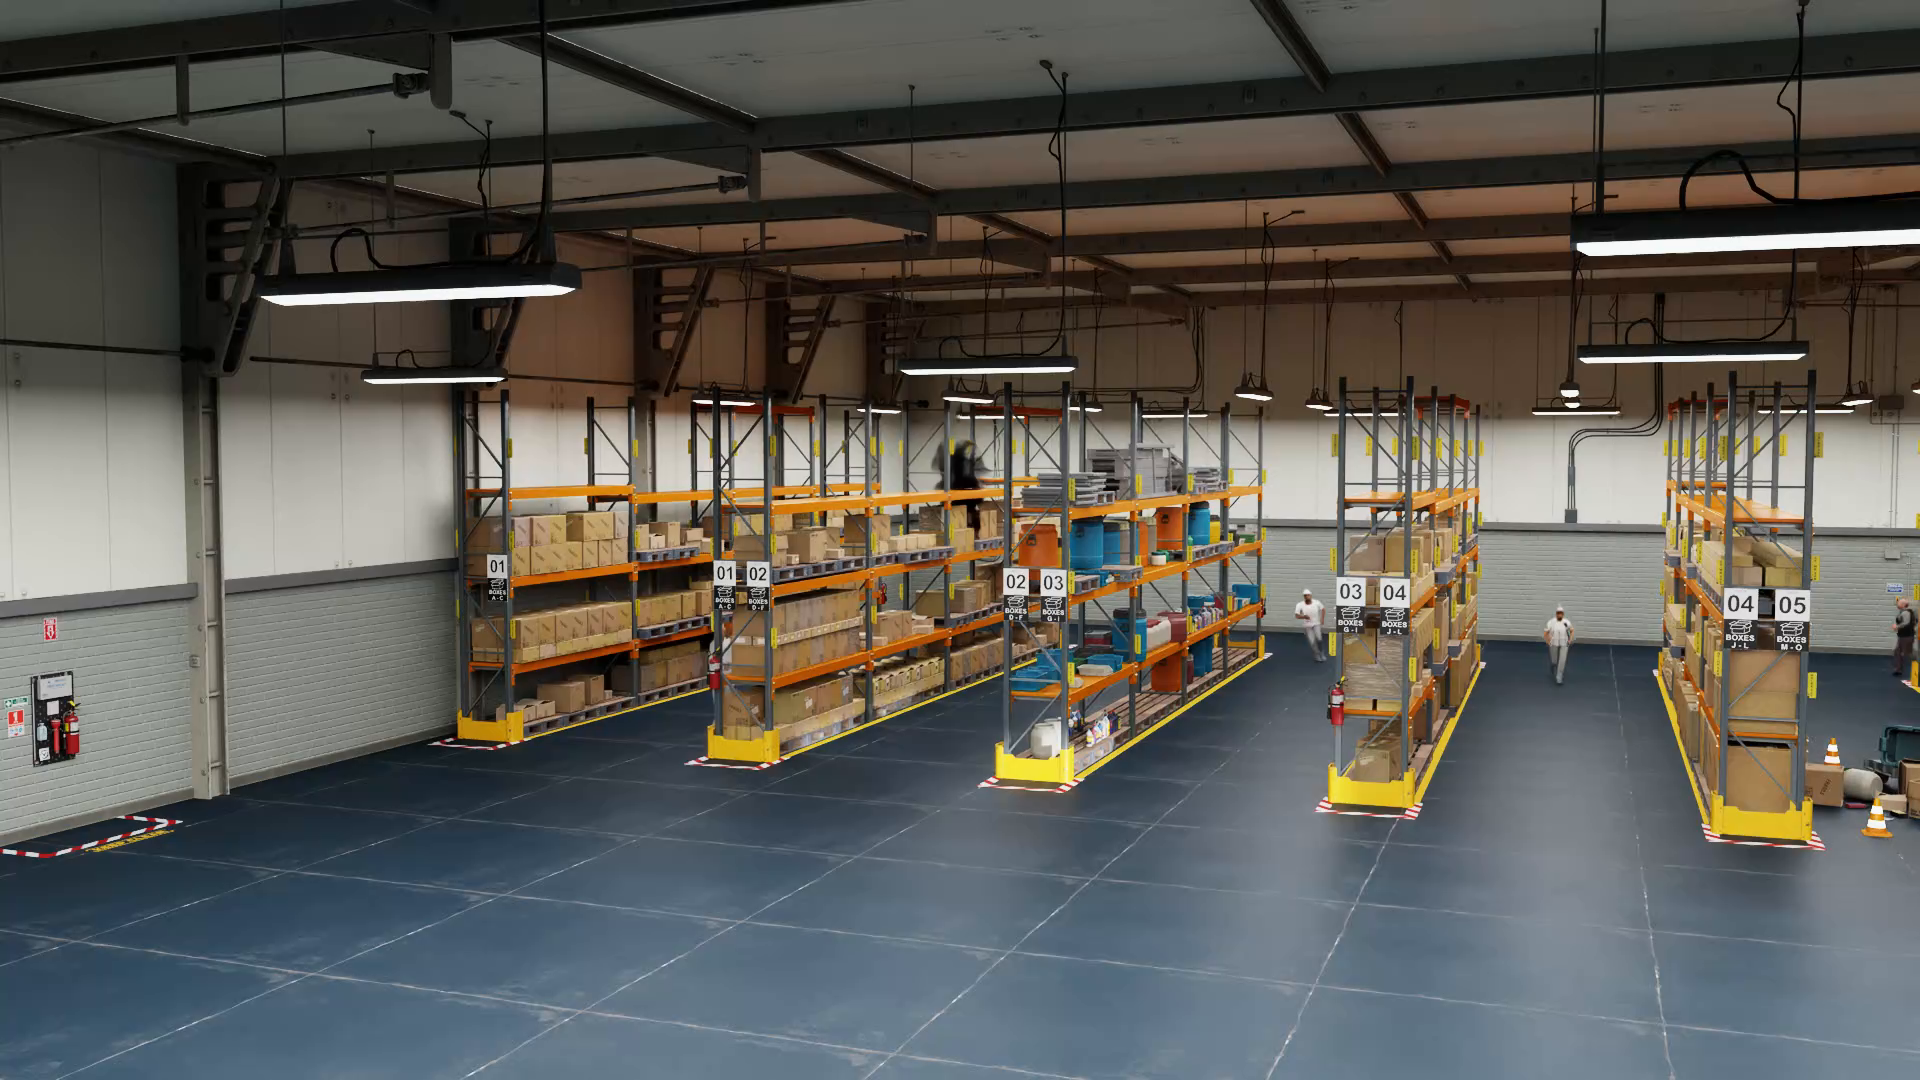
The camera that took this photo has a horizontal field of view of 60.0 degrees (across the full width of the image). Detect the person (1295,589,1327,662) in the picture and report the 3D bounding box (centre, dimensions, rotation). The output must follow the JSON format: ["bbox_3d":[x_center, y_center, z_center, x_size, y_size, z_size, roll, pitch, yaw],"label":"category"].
[{"bbox_3d":[8.215,1.966,38.929,0.742,1.634,0.629,1,3,10],"label":"person"}]

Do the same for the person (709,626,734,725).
[{"bbox_3d":[-4.280,2.458,30.339,0.733,1.804,0.853,1,3,20],"label":"person"}]

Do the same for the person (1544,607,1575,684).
[{"bbox_3d":[12.812,2.246,35.529,0.620,1.616,0.671,1,3,17],"label":"person"}]

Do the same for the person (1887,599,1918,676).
[{"bbox_3d":[20.695,2.155,36.238,0.824,1.745,0.661,2,4,32],"label":"person"}]
